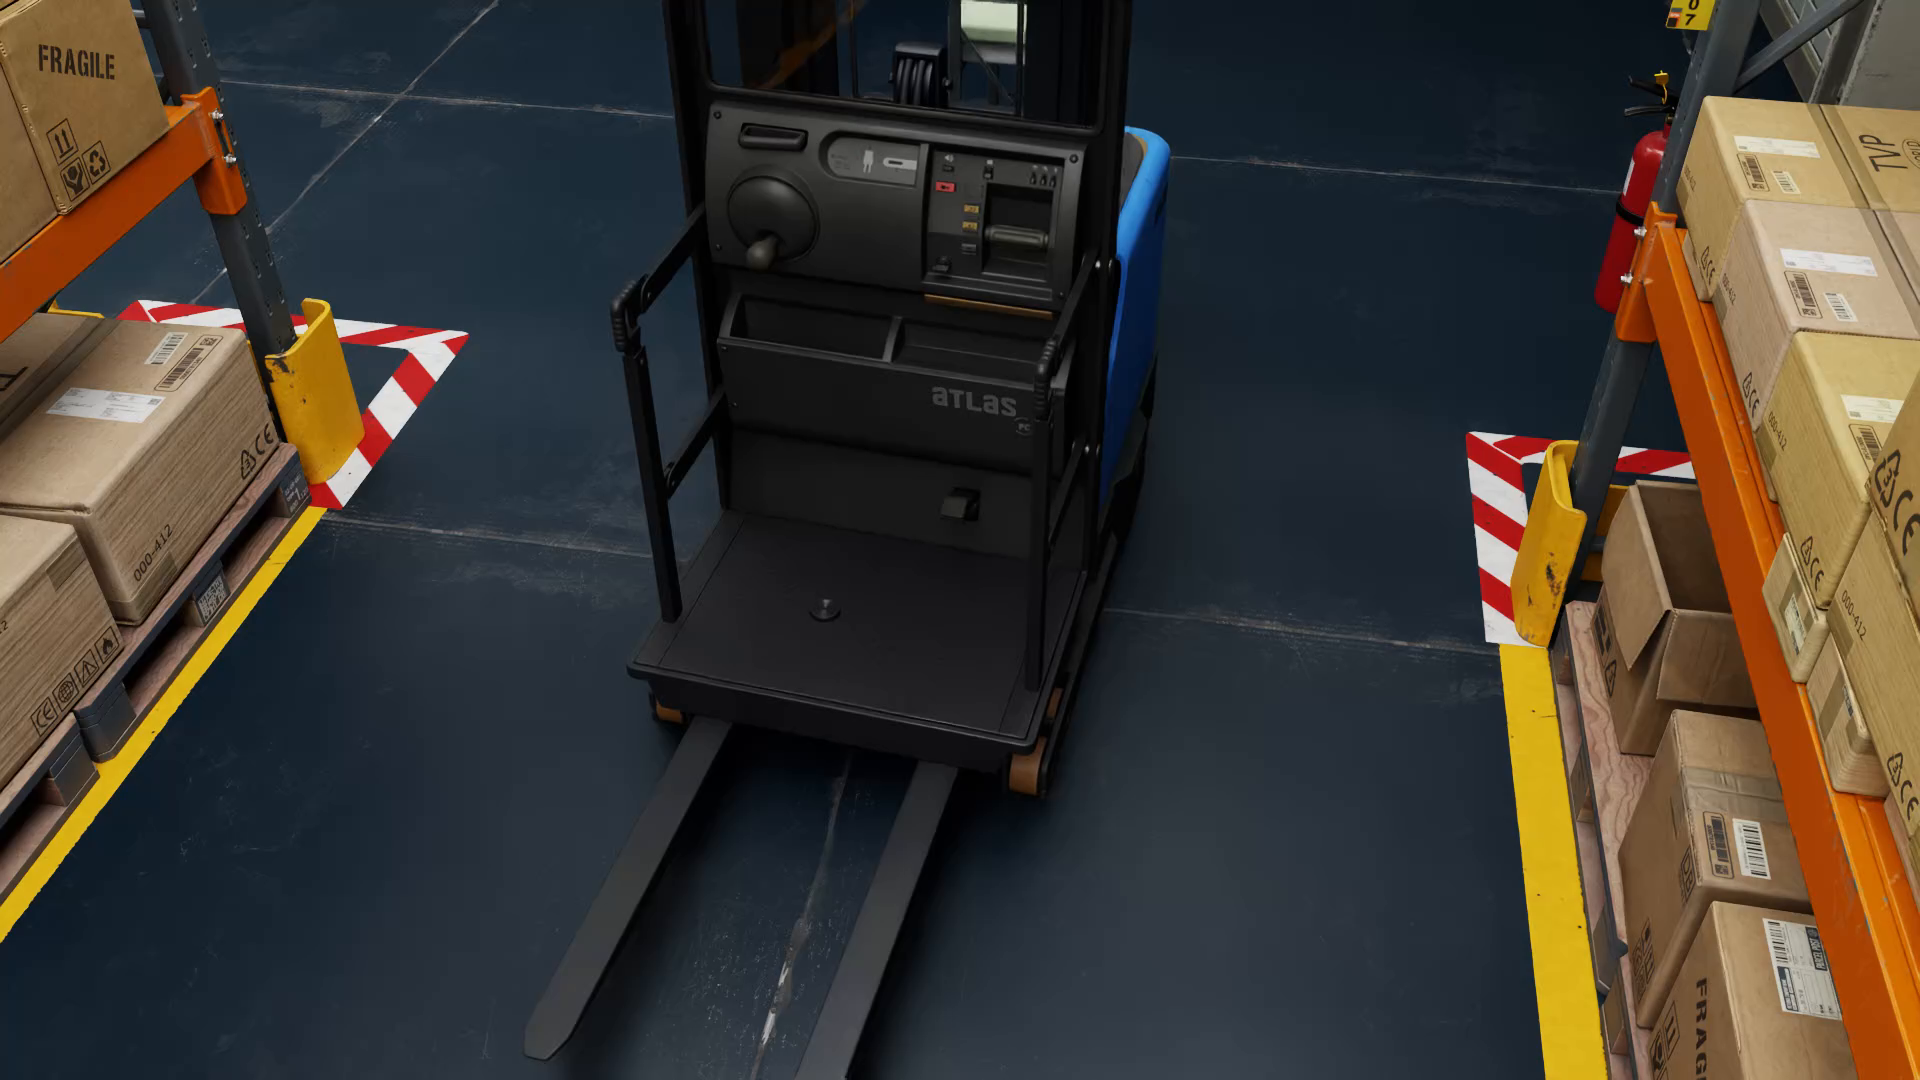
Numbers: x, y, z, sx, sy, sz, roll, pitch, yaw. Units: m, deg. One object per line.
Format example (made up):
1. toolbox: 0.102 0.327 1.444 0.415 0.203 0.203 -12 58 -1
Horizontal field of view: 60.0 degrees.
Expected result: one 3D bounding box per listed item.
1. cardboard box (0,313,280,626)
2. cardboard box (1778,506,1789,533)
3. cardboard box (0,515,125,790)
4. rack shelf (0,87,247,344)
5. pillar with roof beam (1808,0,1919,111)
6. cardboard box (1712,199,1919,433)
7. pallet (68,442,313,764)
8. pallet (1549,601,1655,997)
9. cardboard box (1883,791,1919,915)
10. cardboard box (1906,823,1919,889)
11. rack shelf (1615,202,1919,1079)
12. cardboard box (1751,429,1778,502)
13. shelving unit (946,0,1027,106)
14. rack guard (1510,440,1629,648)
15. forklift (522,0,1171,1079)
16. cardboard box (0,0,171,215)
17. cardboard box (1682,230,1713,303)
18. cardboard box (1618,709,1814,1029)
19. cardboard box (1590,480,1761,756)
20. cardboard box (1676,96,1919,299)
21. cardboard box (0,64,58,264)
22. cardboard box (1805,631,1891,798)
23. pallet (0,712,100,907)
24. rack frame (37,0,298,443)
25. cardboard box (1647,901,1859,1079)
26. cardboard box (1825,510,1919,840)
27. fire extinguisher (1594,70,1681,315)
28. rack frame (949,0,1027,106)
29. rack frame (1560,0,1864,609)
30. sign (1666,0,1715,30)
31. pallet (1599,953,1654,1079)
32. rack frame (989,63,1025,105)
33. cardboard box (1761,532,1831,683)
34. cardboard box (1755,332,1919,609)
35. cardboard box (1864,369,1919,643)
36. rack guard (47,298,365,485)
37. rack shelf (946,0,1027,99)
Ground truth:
1. cardboard box: -2.649 -0.236 4.863 0.875 0.438 0.875 5 40 6
2. cardboard box: 1.775 -0.016 3.113 0.380 0.149 0.250 7 40 8
3. cardboard box: -2.799 0.339 4.167 0.875 0.438 0.875 7 40 9
4. rack shelf: -2.979 0.045 3.406 1.077 0.370 4.000 6 40 8
5. pillar with roof beam: -0.629 -5.322 4.624 9.100 9.000 0.400 6 40 8
6. cardboard box: 1.825 -0.427 3.297 0.500 0.250 0.500 7 40 8
7. pallet: -2.694 0.098 4.966 1.003 0.211 1.213 6 40 8
8. pallet: 2.106 0.681 4.261 1.003 0.211 1.213 6 40 8
9. cardboard box: 1.655 0.471 2.524 0.380 0.149 0.250 6 40 8
10. cardboard box: 1.583 0.537 2.130 0.500 0.250 0.500 6 40 7
11. rack shelf: 1.910 0.590 2.746 1.077 0.370 4.000 6 40 8
12. cardboard box: 1.815 -0.184 3.315 0.380 0.149 0.250 8 40 9
13. shelving unit: 0.234 -1.365 5.724 0.431 1.500 0.755 7 40 8
14. rack guard: 2.243 0.069 4.774 1.175 0.500 0.348 6 40 8
15. forklift: -0.221 -0.730 3.832 1.130 2.935 3.031 10 41 12
16. cardboard box: -2.456 -1.194 4.261 0.500 0.500 0.500 7 40 8
17. cardboard box: 1.929 -0.669 3.902 0.380 0.149 0.250 6 40 7
18. cardboard box: 1.871 0.765 3.603 0.700 0.500 0.500 8 40 9
19. cardboard box: 2.057 0.232 4.245 0.797 0.503 0.637 5 40 6
20. cardboard box: 1.912 -0.744 3.680 0.500 0.250 0.500 7 40 8
21. cardboard box: -2.558 -0.880 3.882 0.500 0.500 0.500 6 40 7
22. cardboard box: 1.632 0.301 2.729 0.380 0.149 0.250 7 40 9
23. pallet: -2.908 0.862 4.042 1.003 0.211 1.213 6 40 8
24. rack frame: -2.633 -1.487 4.694 1.000 3.000 0.127 6 40 8
25. cardboard box: 1.681 1.086 3.215 0.500 0.500 0.500 7 40 8
26. cardboard box: 1.673 0.214 2.521 0.500 0.250 0.500 5 40 7
27. fire extinguisher: 1.827 -0.912 4.352 0.296 0.674 0.183 6 40 8
28. rack frame: 0.166 -1.136 5.447 0.400 1.500 0.023 7 40 8
29. rack frame: 2.256 -0.942 4.035 1.000 3.000 0.127 6 40 8
30. sign: 1.722 -1.335 3.832 0.100 0.325 0.005 6 40 8
31. pallet: 1.893 1.444 3.338 1.003 0.211 1.213 6 40 8
32. rack frame: 0.303 -1.594 6.001 0.400 1.500 0.023 7 40 8
33. cardboard box: 1.657 0.134 2.931 0.380 0.149 0.250 5 40 6
34. cardboard box: 1.741 -0.109 2.912 0.500 0.250 0.500 6 40 7
35. cardboard box: 1.653 -0.091 2.302 0.500 0.500 0.500 7 40 9
36. rack guard: -2.629 -0.539 5.509 1.175 0.500 0.348 6 40 8
37. rack shelf: 0.234 -1.666 5.476 0.431 0.370 0.720 7 40 8
